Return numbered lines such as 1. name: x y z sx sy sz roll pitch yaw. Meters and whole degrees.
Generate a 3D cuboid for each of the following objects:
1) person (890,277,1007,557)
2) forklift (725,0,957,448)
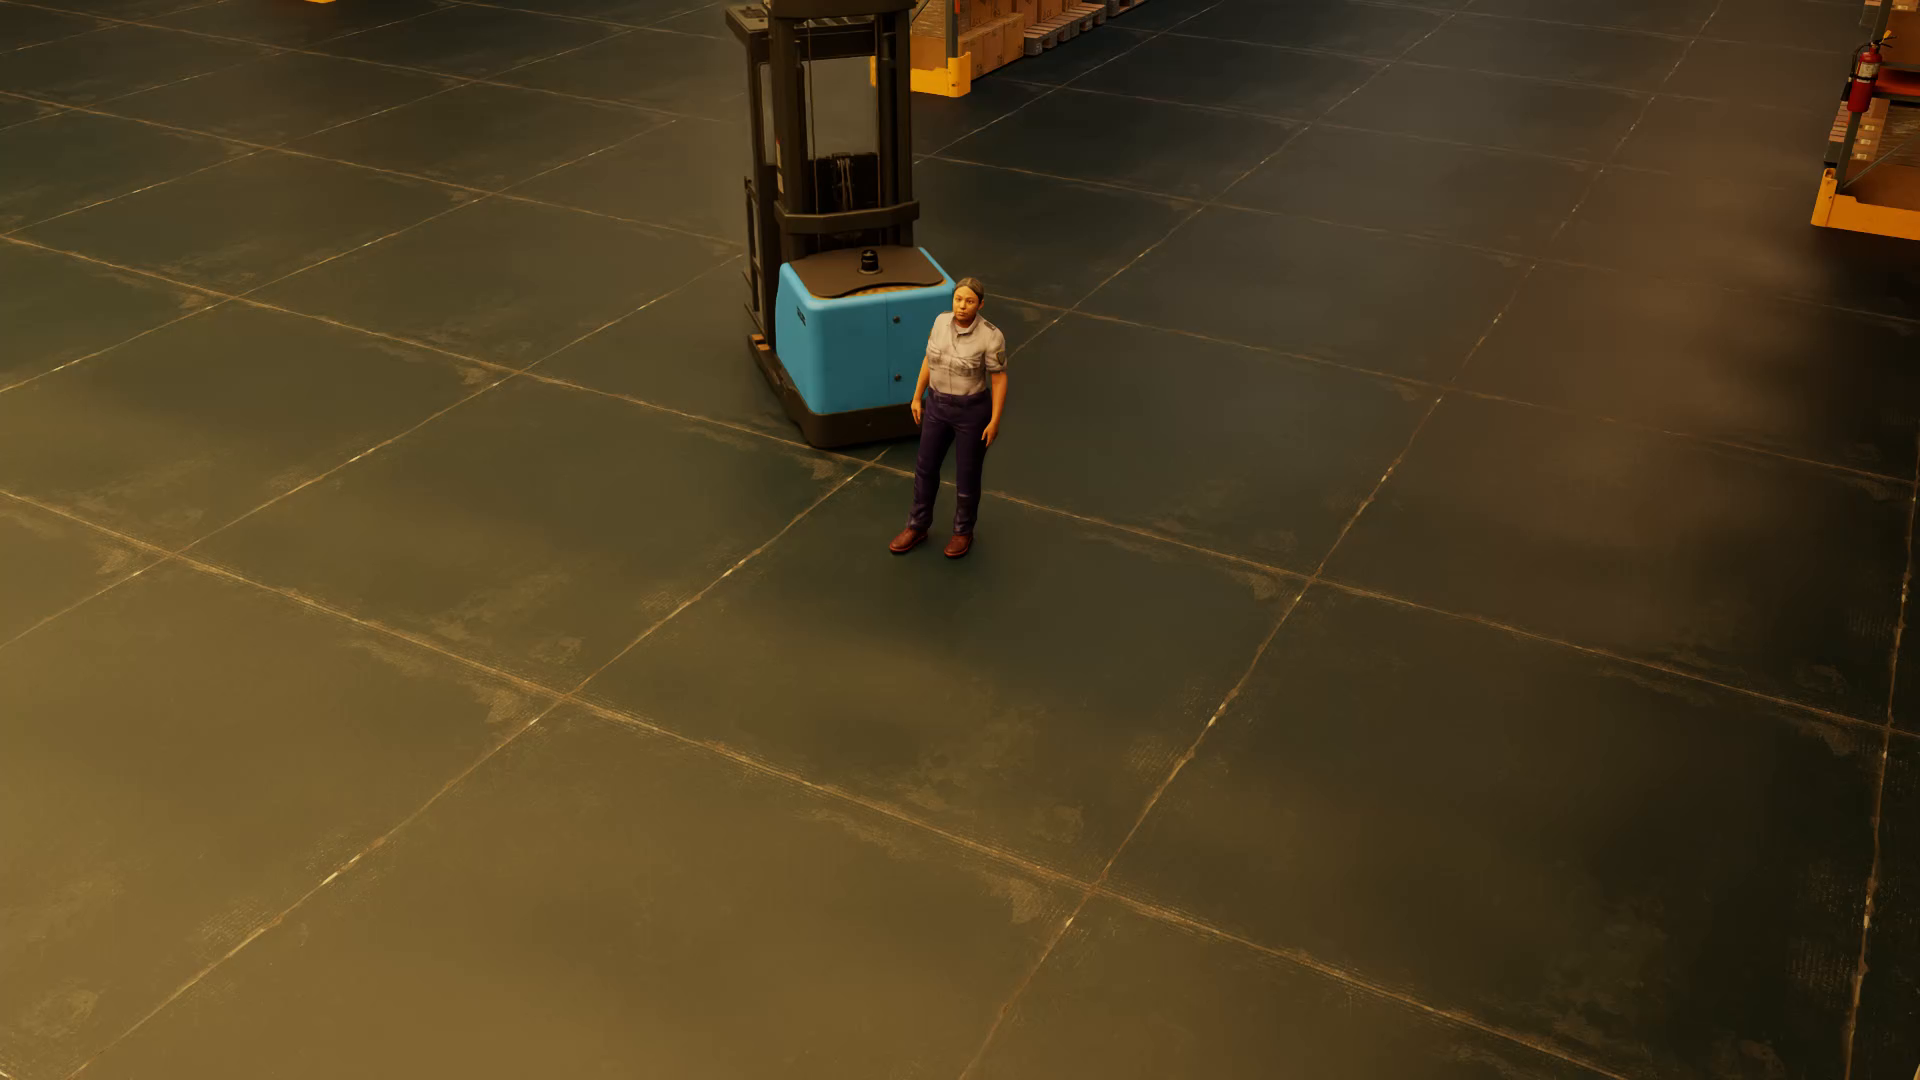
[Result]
1. person: -0.063 -0.686 9.529 0.599 1.650 0.503 15 33 25
2. forklift: -0.942 -2.598 11.572 1.130 2.935 3.031 -10 31 -16
